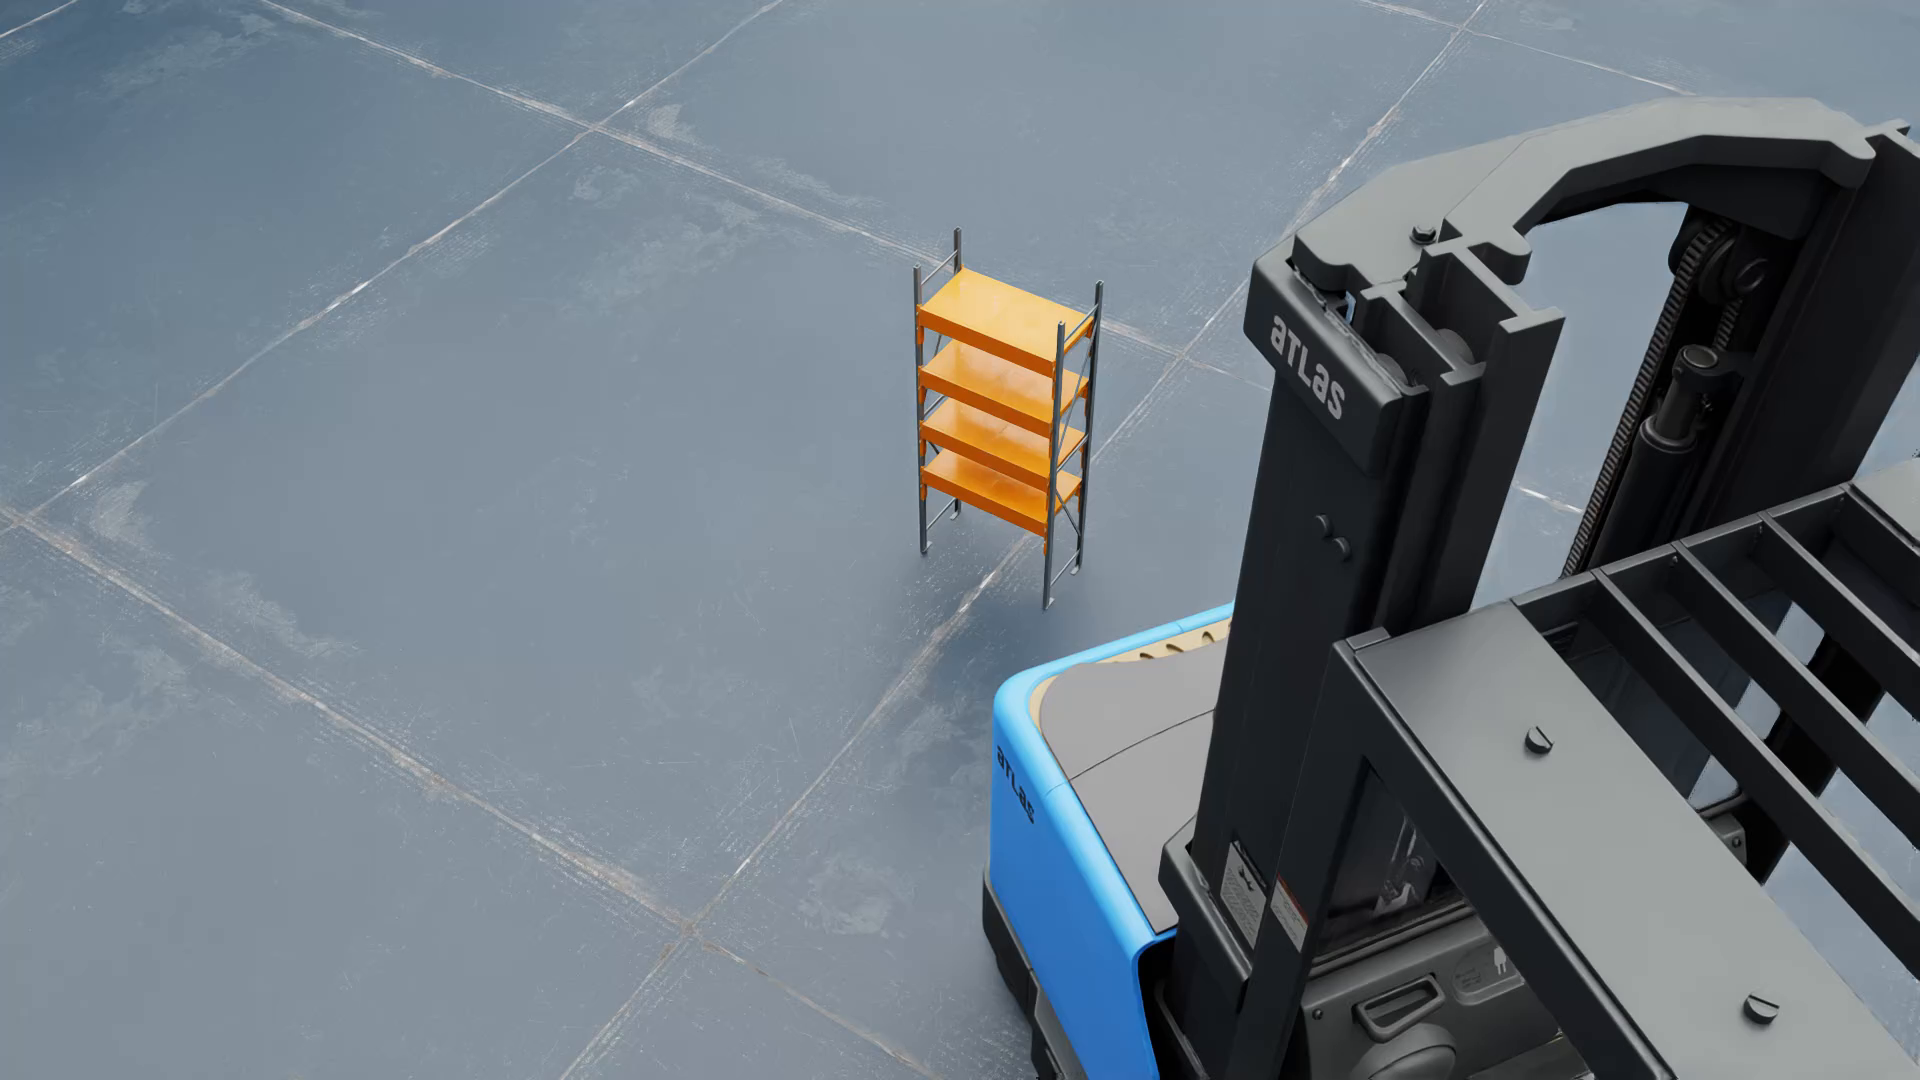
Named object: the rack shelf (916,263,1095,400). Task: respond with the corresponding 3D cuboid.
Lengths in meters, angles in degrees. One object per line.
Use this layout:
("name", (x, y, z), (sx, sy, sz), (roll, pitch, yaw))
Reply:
("rack shelf", (0.139, -0.628, 4.976), (0.480, 0.148, 0.258), (25, 51, 22))

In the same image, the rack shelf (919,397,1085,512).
("rack shelf", (0.139, -0.307, 5.306), (0.480, 0.148, 0.258), (25, 51, 22))

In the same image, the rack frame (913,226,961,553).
("rack frame", (-0.066, -0.449, 5.349), (0.015, 1.200, 0.240), (25, 51, 22))

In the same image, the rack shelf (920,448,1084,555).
("rack shelf", (0.139, -0.169, 5.448), (0.480, 0.148, 0.258), (25, 51, 22))

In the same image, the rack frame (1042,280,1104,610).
("rack frame", (0.345, -0.260, 5.166), (0.015, 1.200, 0.240), (25, 51, 22))

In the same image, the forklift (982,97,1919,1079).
("forklift", (1.099, 0.901, 2.831), (1.130, 2.935, 3.031), (-17, 48, -16))

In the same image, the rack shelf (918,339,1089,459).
("rack shelf", (0.139, -0.463, 5.145), (0.480, 0.148, 0.258), (25, 51, 22))

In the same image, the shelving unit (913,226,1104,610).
("shelving unit", (0.139, -0.354, 5.257), (0.503, 1.200, 0.258), (25, 51, 22))
